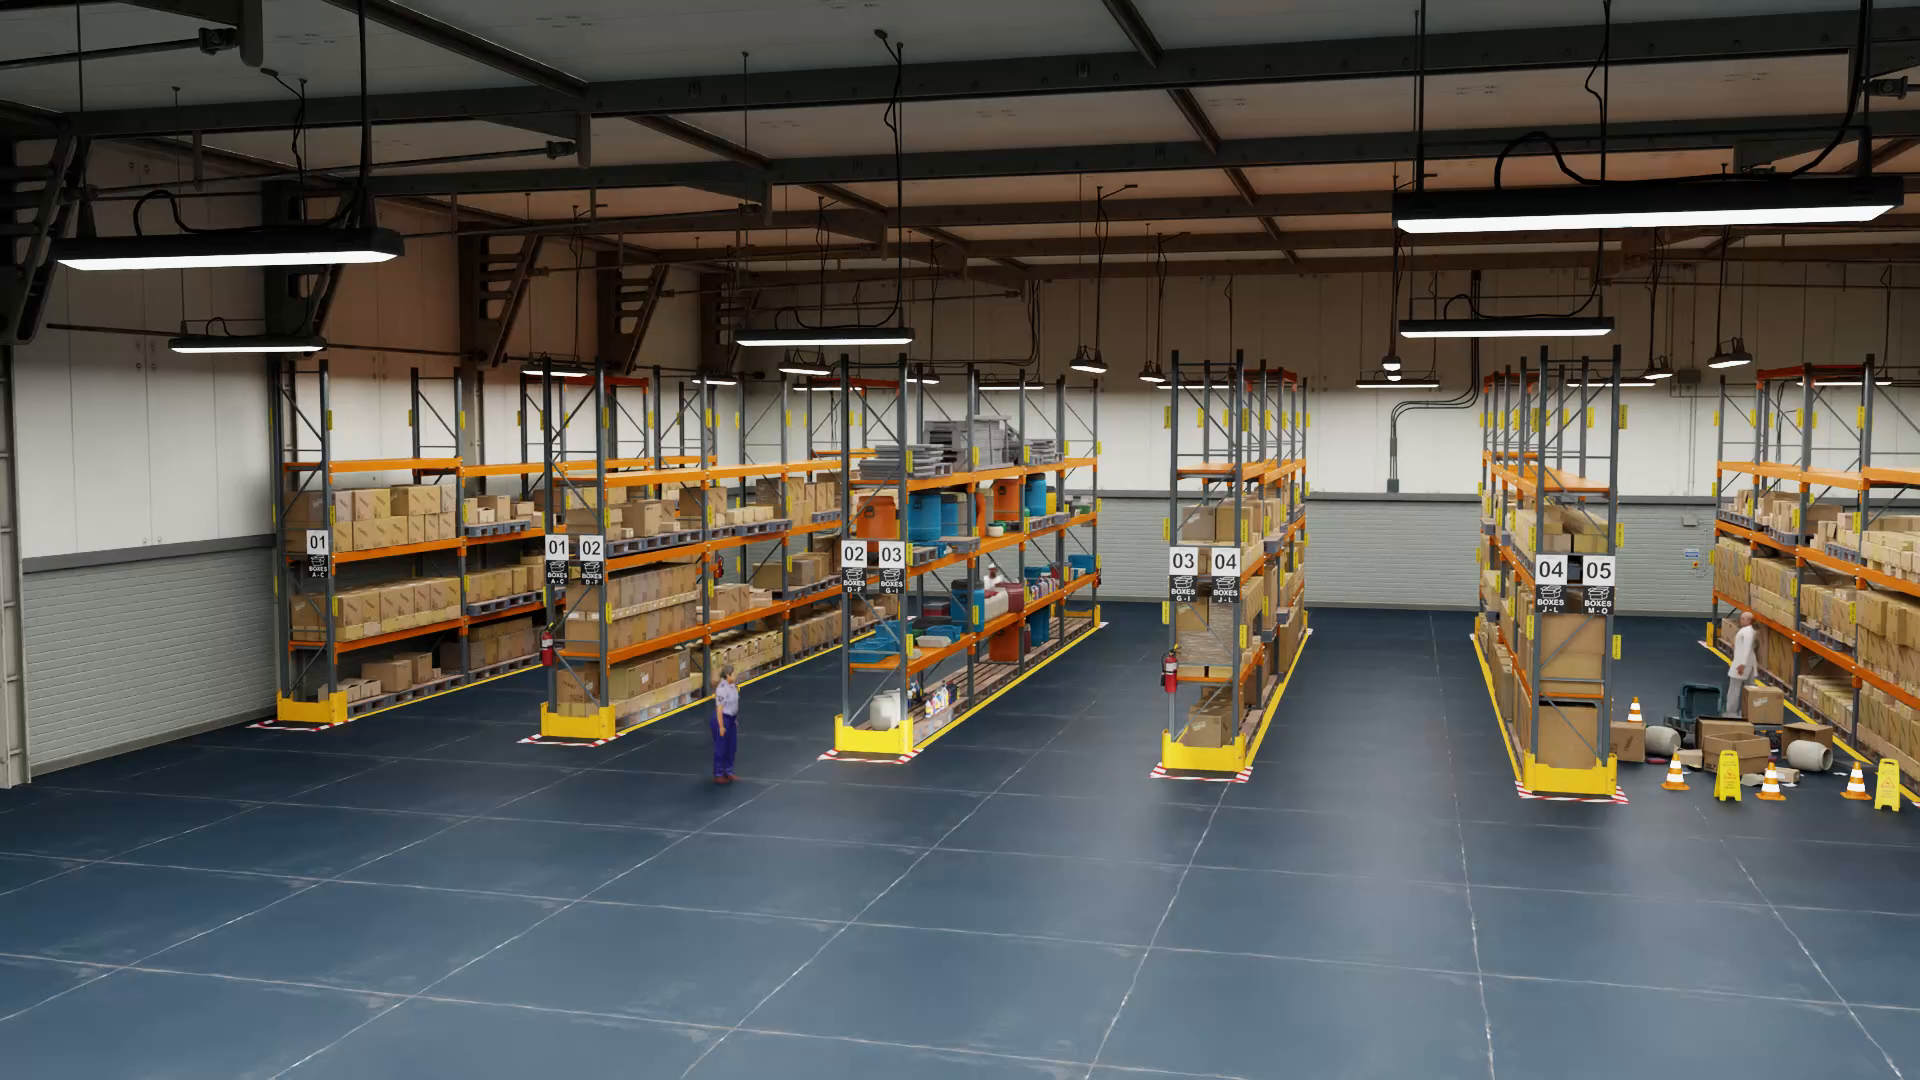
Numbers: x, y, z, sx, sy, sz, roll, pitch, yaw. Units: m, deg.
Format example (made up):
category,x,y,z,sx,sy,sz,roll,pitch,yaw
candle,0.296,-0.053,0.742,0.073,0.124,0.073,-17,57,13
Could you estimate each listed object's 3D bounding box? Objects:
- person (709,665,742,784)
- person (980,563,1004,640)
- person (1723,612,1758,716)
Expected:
category,x,y,z,sx,sy,sz,roll,pitch,yaw
person,-3.251,2.547,22.964,0.390,1.640,0.506,1,4,13
person,0.710,1.392,37.694,0.650,1.720,1.051,2,5,29
person,13.201,2.094,28.117,0.601,1.777,0.657,-3,5,-36
